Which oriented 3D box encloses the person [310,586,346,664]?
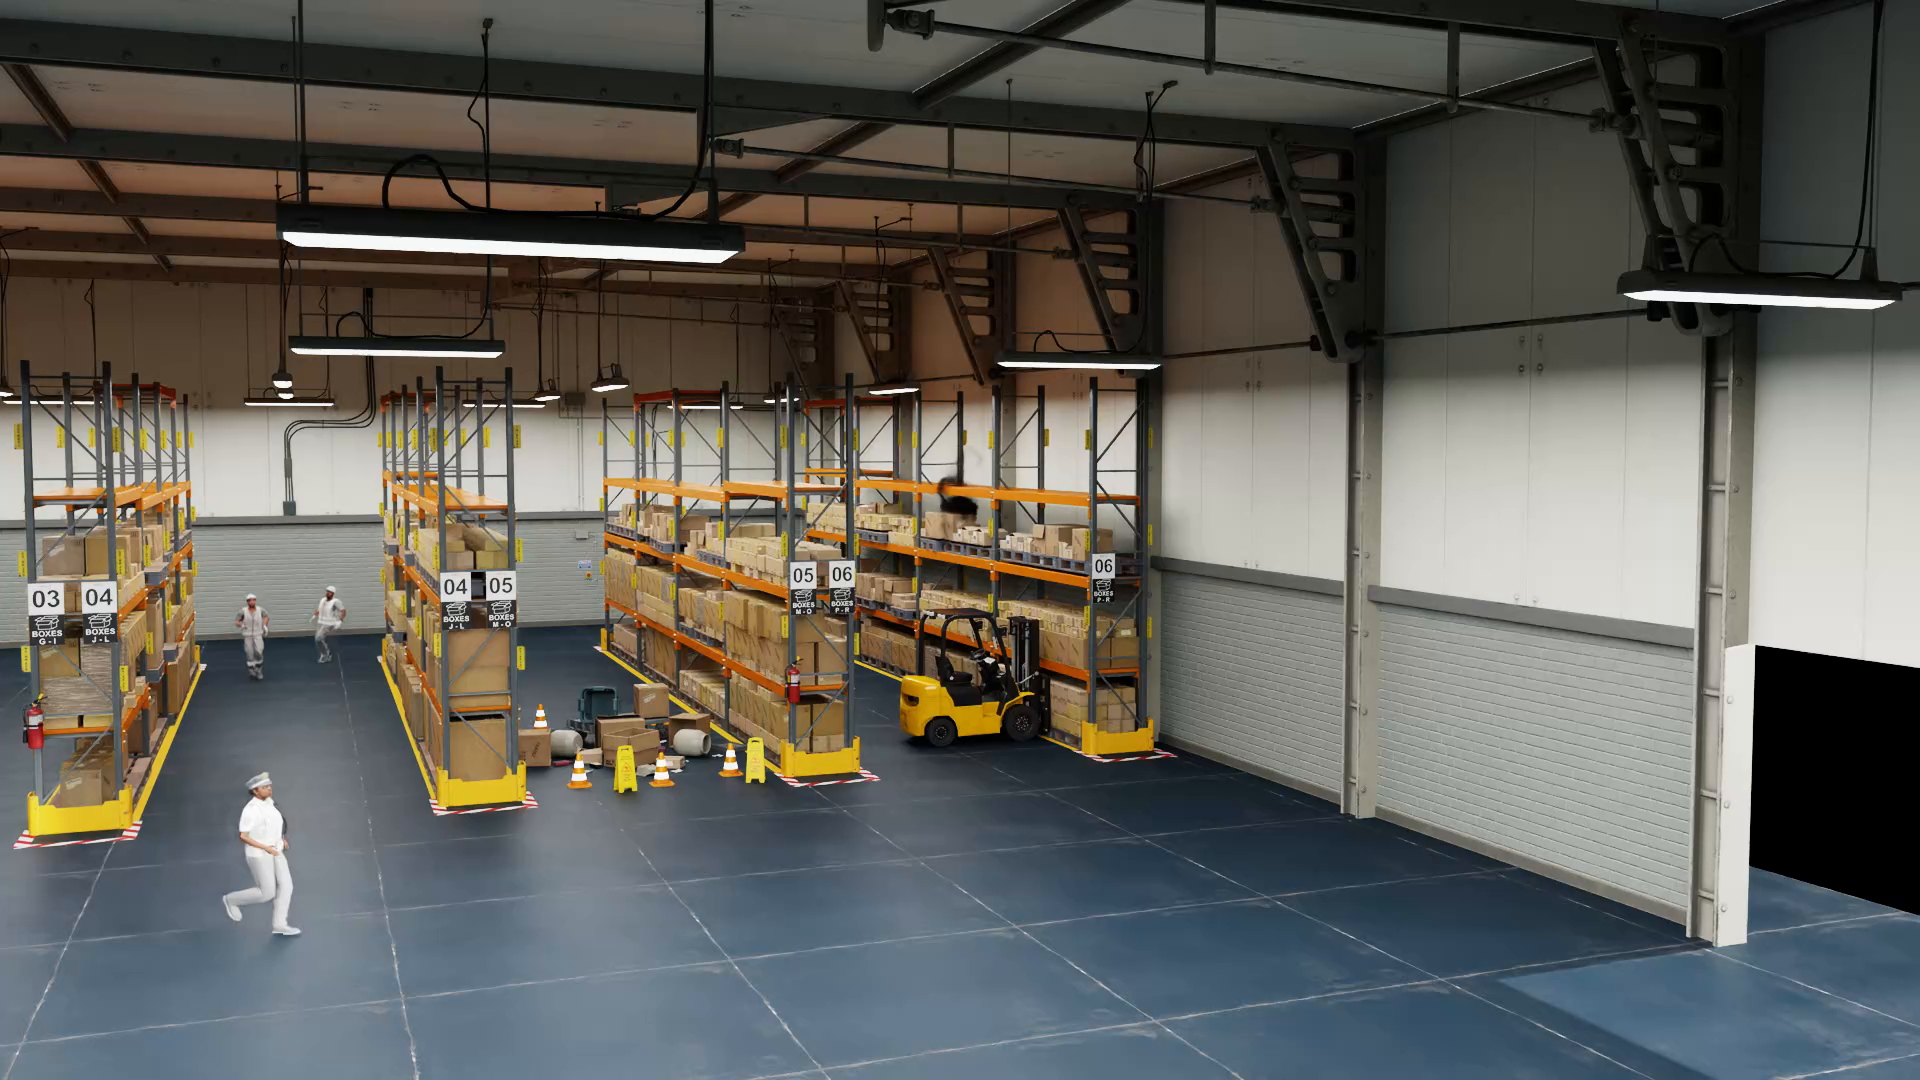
[{"bbox_3d":[-14.220,1.910,37.249,0.744,1.737,0.605,2,4,31],"label":"person"}]

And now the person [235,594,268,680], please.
[{"bbox_3d":[-14.767,2.029,34.690,0.643,1.807,0.732,-1,4,-22],"label":"person"}]

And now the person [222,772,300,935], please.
[{"bbox_3d":[-7.054,3.167,16.839,0.768,1.660,0.593,0,3,8],"label":"person"}]
